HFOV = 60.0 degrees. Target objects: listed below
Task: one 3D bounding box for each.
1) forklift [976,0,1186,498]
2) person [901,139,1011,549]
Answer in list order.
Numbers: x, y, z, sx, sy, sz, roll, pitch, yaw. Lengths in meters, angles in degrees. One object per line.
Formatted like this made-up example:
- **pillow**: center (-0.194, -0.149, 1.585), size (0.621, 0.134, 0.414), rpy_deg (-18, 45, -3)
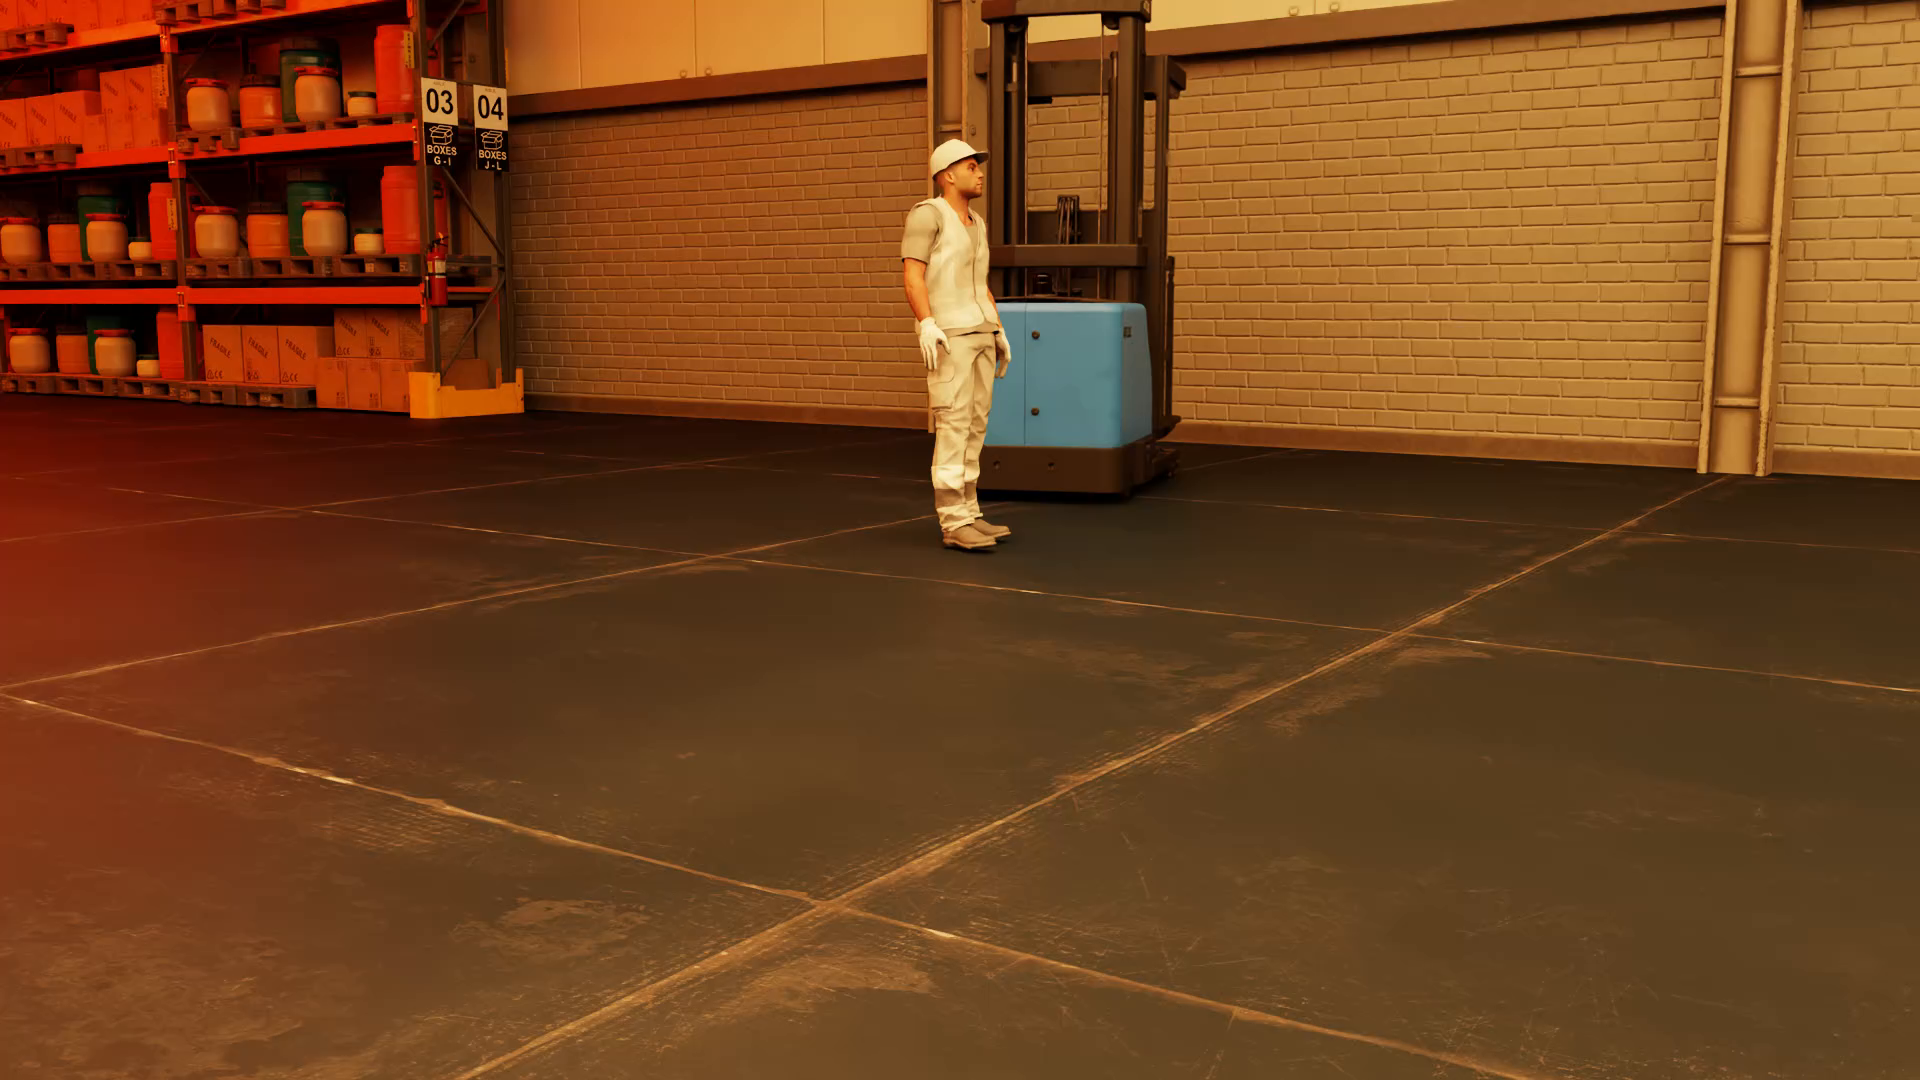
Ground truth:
- **forklift**: center (0.765, -1.849, 10.198), size (1.130, 2.935, 3.031), rpy_deg (2, 8, 16)
- **person**: center (0.060, -0.885, 7.423), size (0.564, 1.787, 0.638), rpy_deg (5, 10, 34)
